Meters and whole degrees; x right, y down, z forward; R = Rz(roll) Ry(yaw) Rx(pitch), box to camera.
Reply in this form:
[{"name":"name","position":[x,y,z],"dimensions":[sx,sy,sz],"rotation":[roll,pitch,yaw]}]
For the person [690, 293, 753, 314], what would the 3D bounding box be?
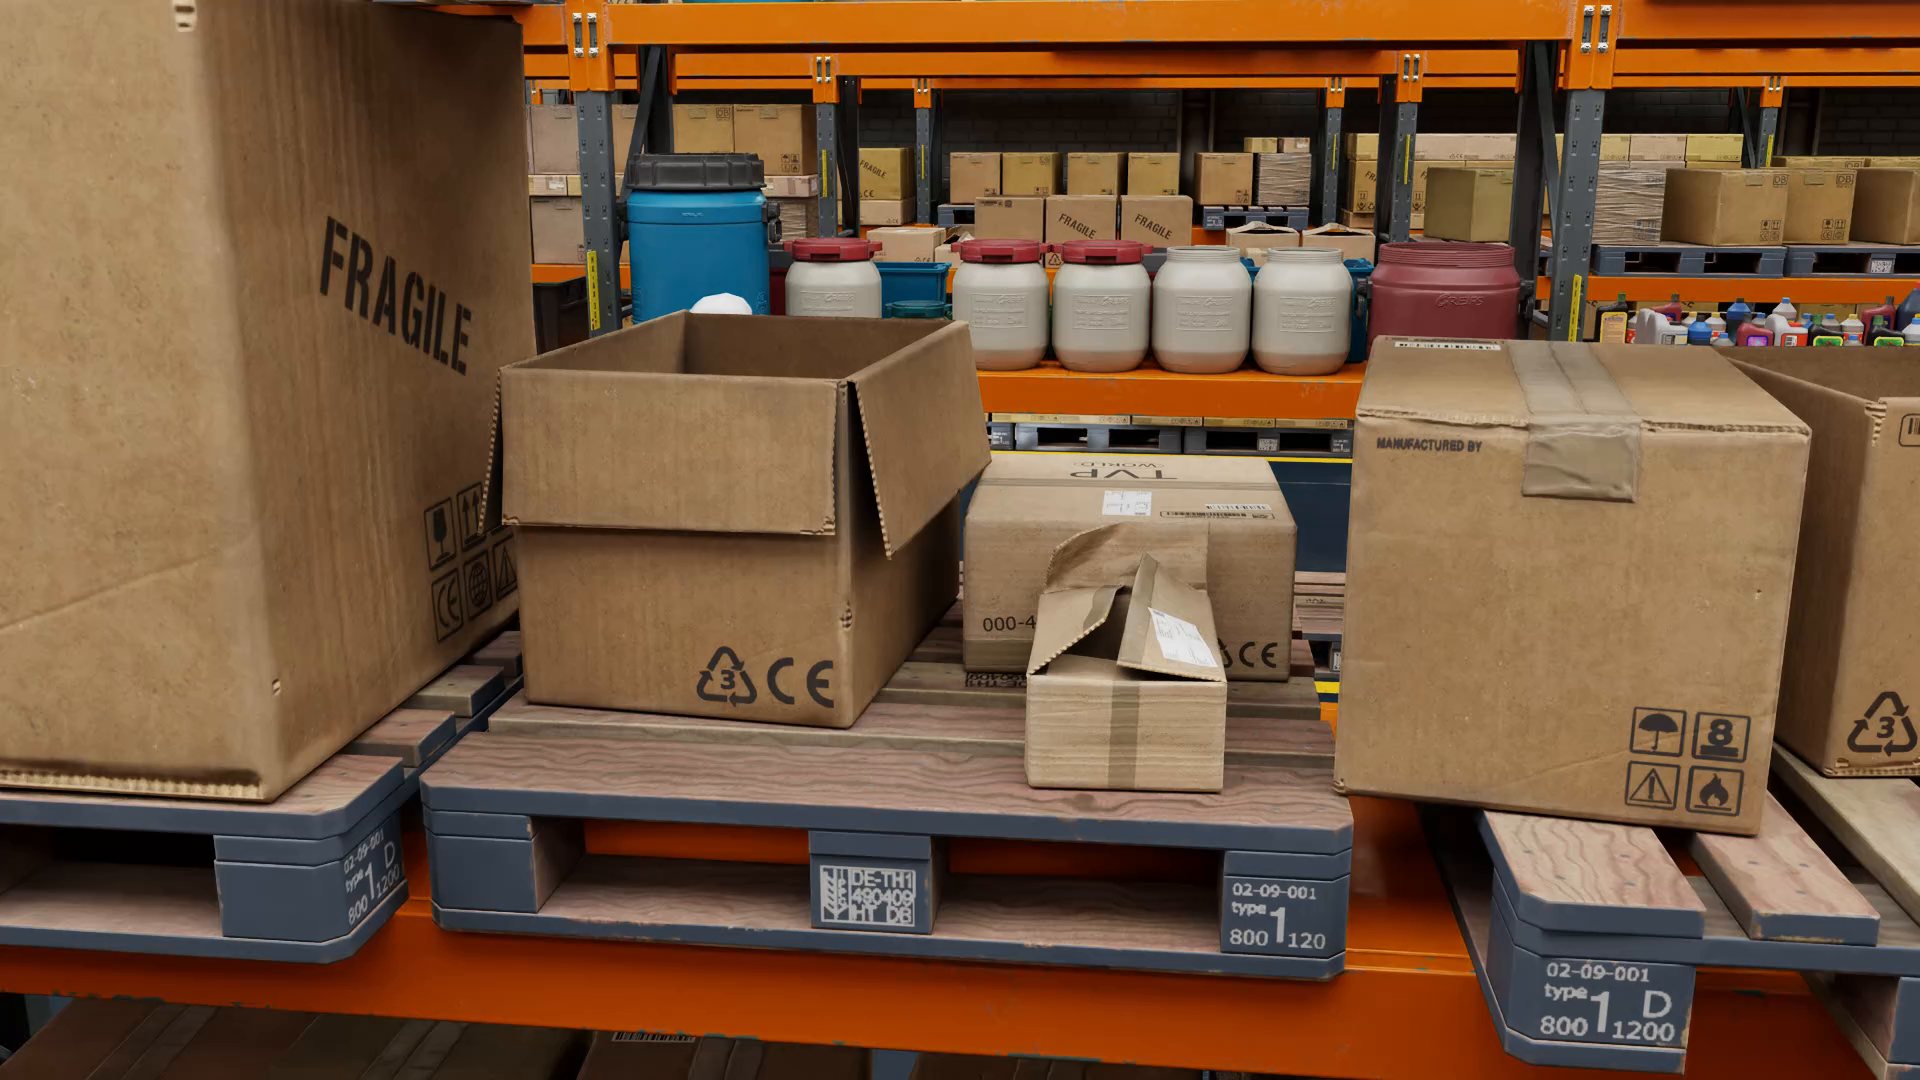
[{"name":"person","position":[-0.766,-0.007,5.996],"dimensions":[0.458,1.760,0.626],"rotation":[1,14,5]}]
